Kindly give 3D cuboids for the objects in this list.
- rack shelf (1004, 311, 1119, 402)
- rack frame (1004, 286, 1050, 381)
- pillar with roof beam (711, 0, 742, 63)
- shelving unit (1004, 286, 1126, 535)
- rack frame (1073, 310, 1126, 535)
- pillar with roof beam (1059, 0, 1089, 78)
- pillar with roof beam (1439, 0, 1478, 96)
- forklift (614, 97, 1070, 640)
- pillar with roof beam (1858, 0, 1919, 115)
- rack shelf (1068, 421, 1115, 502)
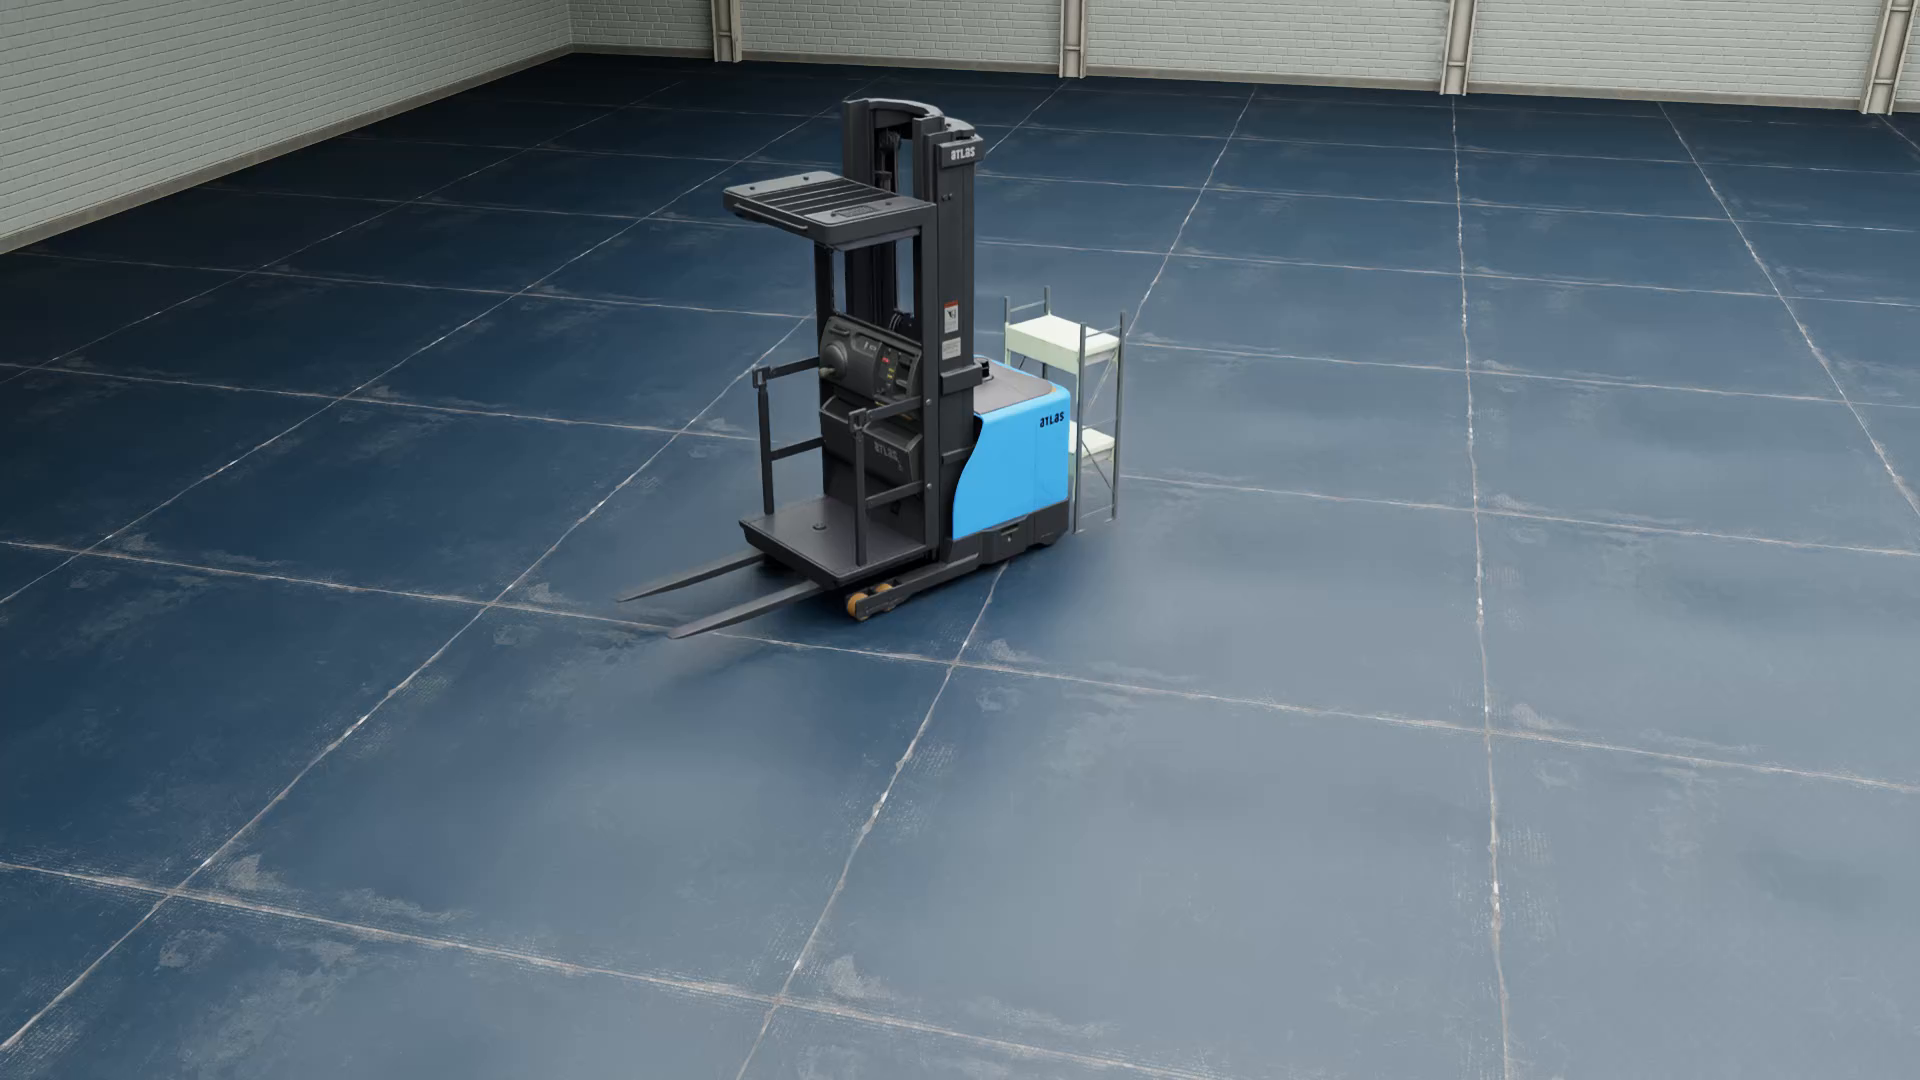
[{"bbox_3d":[0.695,-1.246,11.214,0.431,0.370,0.720,-20,32,-36],"label":"rack shelf"},{"bbox_3d":[0.459,-1.014,11.634,0.400,1.500,0.023,-20,32,-36],"label":"rack frame"},{"bbox_3d":[-5.043,-10.495,22.826,0.400,9.000,9.100,6,26,13],"label":"pillar with roof beam"},{"bbox_3d":[0.695,-0.893,11.382,0.431,1.500,0.755,-20,32,-36],"label":"shelving unit"},{"bbox_3d":[0.932,-0.773,11.130,0.400,1.500,0.023,-20,32,-36],"label":"rack frame"},{"bbox_3d":[0.768,-9.853,21.477,0.400,9.000,9.100,6,26,13],"label":"pillar with roof beam"},{"bbox_3d":[6.579,-9.210,20.128,0.400,9.000,9.100,6,26,13],"label":"pillar with roof beam"},{"bbox_3d":[-0.716,-1.084,10.118,3.031,2.935,1.130,-20,32,-36],"label":"forklift"},{"bbox_3d":[12.390,-8.568,18.778,0.400,9.000,9.100,6,26,13],"label":"pillar with roof beam"},{"bbox_3d":[0.695,-0.599,11.522,0.431,0.370,0.720,-20,32,-36],"label":"rack shelf"}]
